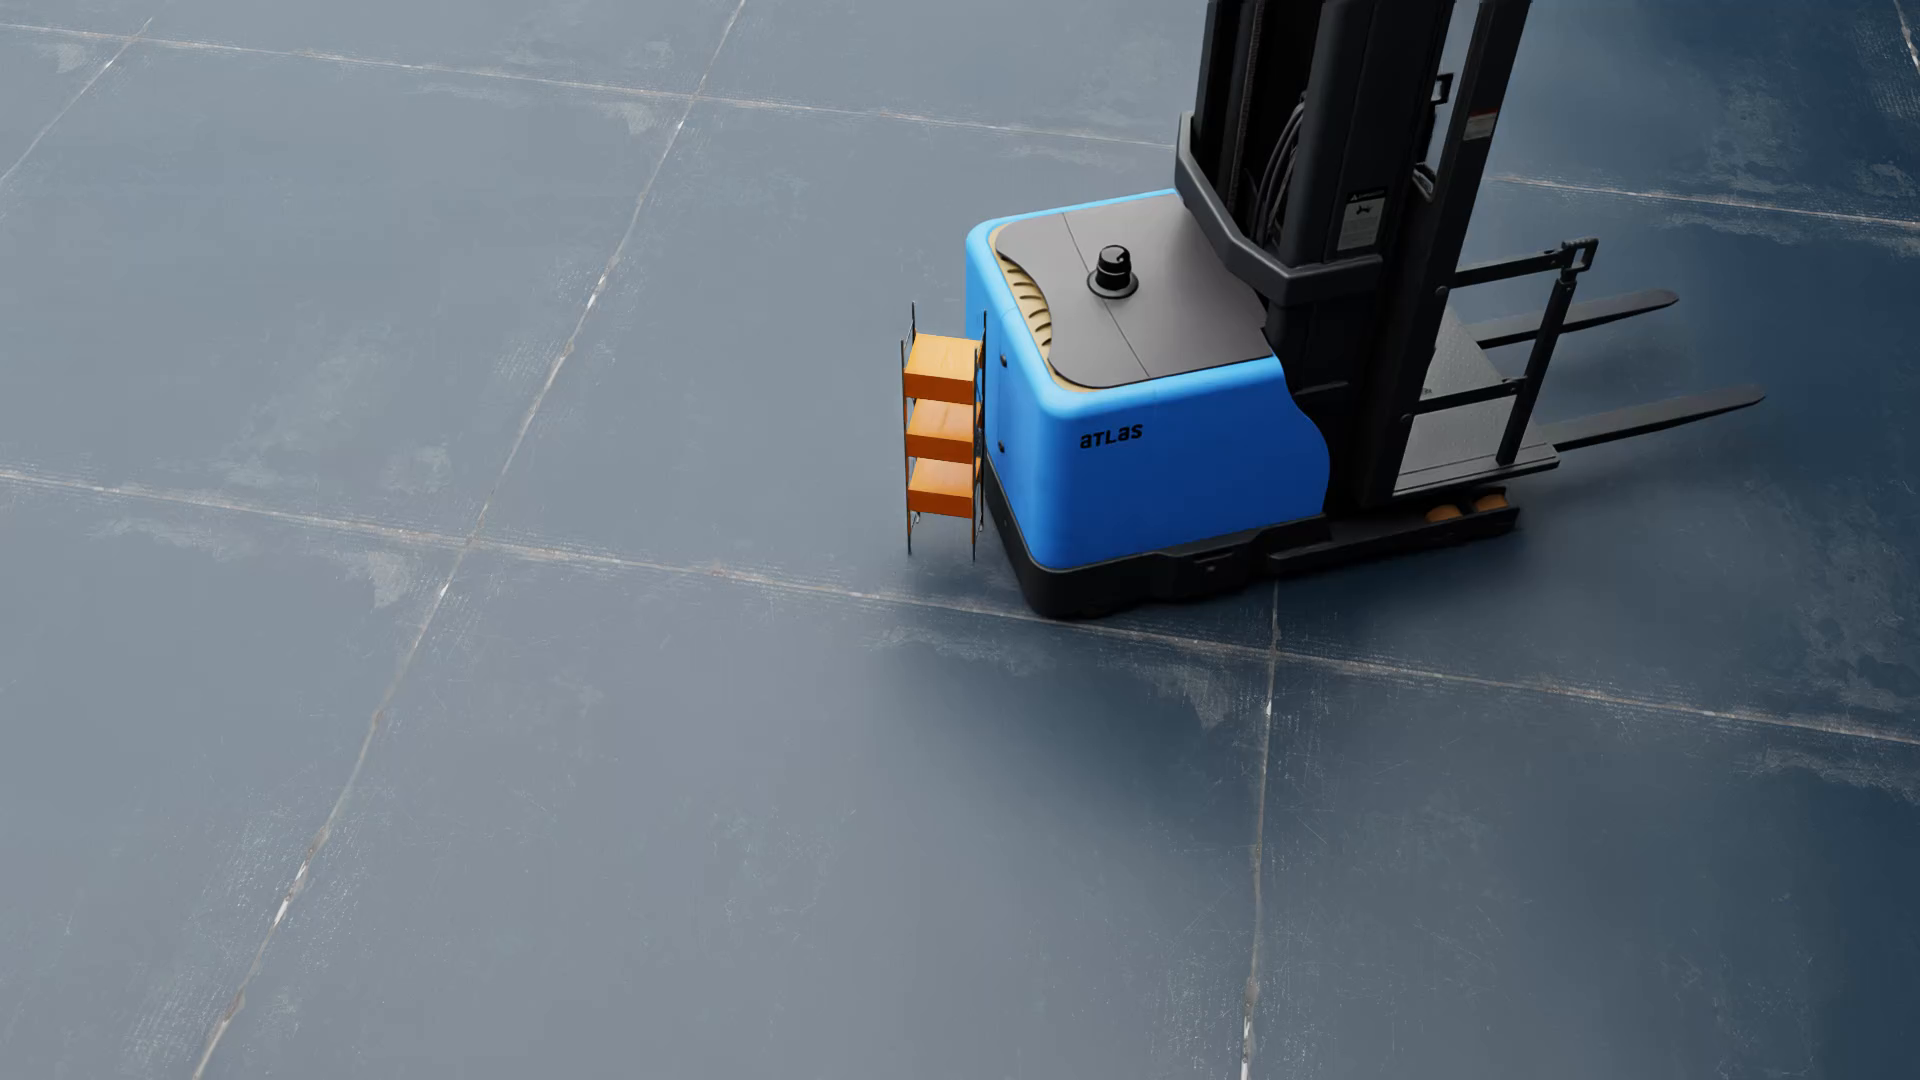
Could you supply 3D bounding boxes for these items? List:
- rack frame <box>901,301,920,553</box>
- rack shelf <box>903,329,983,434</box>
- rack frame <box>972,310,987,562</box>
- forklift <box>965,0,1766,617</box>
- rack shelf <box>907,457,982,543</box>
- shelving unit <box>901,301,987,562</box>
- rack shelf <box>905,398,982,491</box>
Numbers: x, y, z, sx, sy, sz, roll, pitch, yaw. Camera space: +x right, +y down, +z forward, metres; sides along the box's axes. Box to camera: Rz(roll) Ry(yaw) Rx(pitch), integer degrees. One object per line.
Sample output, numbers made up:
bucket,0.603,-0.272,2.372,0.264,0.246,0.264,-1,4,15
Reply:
rack frame,-0.173,-0.374,5.880,0.008,1.050,0.200,8,49,7
rack shelf,-0.053,-0.541,5.663,0.240,0.259,0.215,8,49,7
rack frame,0.067,-0.342,5.851,0.008,1.050,0.200,8,49,7
forklift,1.582,-1.322,5.467,3.031,2.935,1.130,-12,49,-10
rack shelf,-0.053,-0.165,6.080,0.240,0.259,0.215,8,49,7
shelving unit,-0.053,-0.358,5.866,0.252,1.050,0.215,8,49,7
rack shelf,-0.053,-0.351,5.874,0.240,0.259,0.215,8,49,7
